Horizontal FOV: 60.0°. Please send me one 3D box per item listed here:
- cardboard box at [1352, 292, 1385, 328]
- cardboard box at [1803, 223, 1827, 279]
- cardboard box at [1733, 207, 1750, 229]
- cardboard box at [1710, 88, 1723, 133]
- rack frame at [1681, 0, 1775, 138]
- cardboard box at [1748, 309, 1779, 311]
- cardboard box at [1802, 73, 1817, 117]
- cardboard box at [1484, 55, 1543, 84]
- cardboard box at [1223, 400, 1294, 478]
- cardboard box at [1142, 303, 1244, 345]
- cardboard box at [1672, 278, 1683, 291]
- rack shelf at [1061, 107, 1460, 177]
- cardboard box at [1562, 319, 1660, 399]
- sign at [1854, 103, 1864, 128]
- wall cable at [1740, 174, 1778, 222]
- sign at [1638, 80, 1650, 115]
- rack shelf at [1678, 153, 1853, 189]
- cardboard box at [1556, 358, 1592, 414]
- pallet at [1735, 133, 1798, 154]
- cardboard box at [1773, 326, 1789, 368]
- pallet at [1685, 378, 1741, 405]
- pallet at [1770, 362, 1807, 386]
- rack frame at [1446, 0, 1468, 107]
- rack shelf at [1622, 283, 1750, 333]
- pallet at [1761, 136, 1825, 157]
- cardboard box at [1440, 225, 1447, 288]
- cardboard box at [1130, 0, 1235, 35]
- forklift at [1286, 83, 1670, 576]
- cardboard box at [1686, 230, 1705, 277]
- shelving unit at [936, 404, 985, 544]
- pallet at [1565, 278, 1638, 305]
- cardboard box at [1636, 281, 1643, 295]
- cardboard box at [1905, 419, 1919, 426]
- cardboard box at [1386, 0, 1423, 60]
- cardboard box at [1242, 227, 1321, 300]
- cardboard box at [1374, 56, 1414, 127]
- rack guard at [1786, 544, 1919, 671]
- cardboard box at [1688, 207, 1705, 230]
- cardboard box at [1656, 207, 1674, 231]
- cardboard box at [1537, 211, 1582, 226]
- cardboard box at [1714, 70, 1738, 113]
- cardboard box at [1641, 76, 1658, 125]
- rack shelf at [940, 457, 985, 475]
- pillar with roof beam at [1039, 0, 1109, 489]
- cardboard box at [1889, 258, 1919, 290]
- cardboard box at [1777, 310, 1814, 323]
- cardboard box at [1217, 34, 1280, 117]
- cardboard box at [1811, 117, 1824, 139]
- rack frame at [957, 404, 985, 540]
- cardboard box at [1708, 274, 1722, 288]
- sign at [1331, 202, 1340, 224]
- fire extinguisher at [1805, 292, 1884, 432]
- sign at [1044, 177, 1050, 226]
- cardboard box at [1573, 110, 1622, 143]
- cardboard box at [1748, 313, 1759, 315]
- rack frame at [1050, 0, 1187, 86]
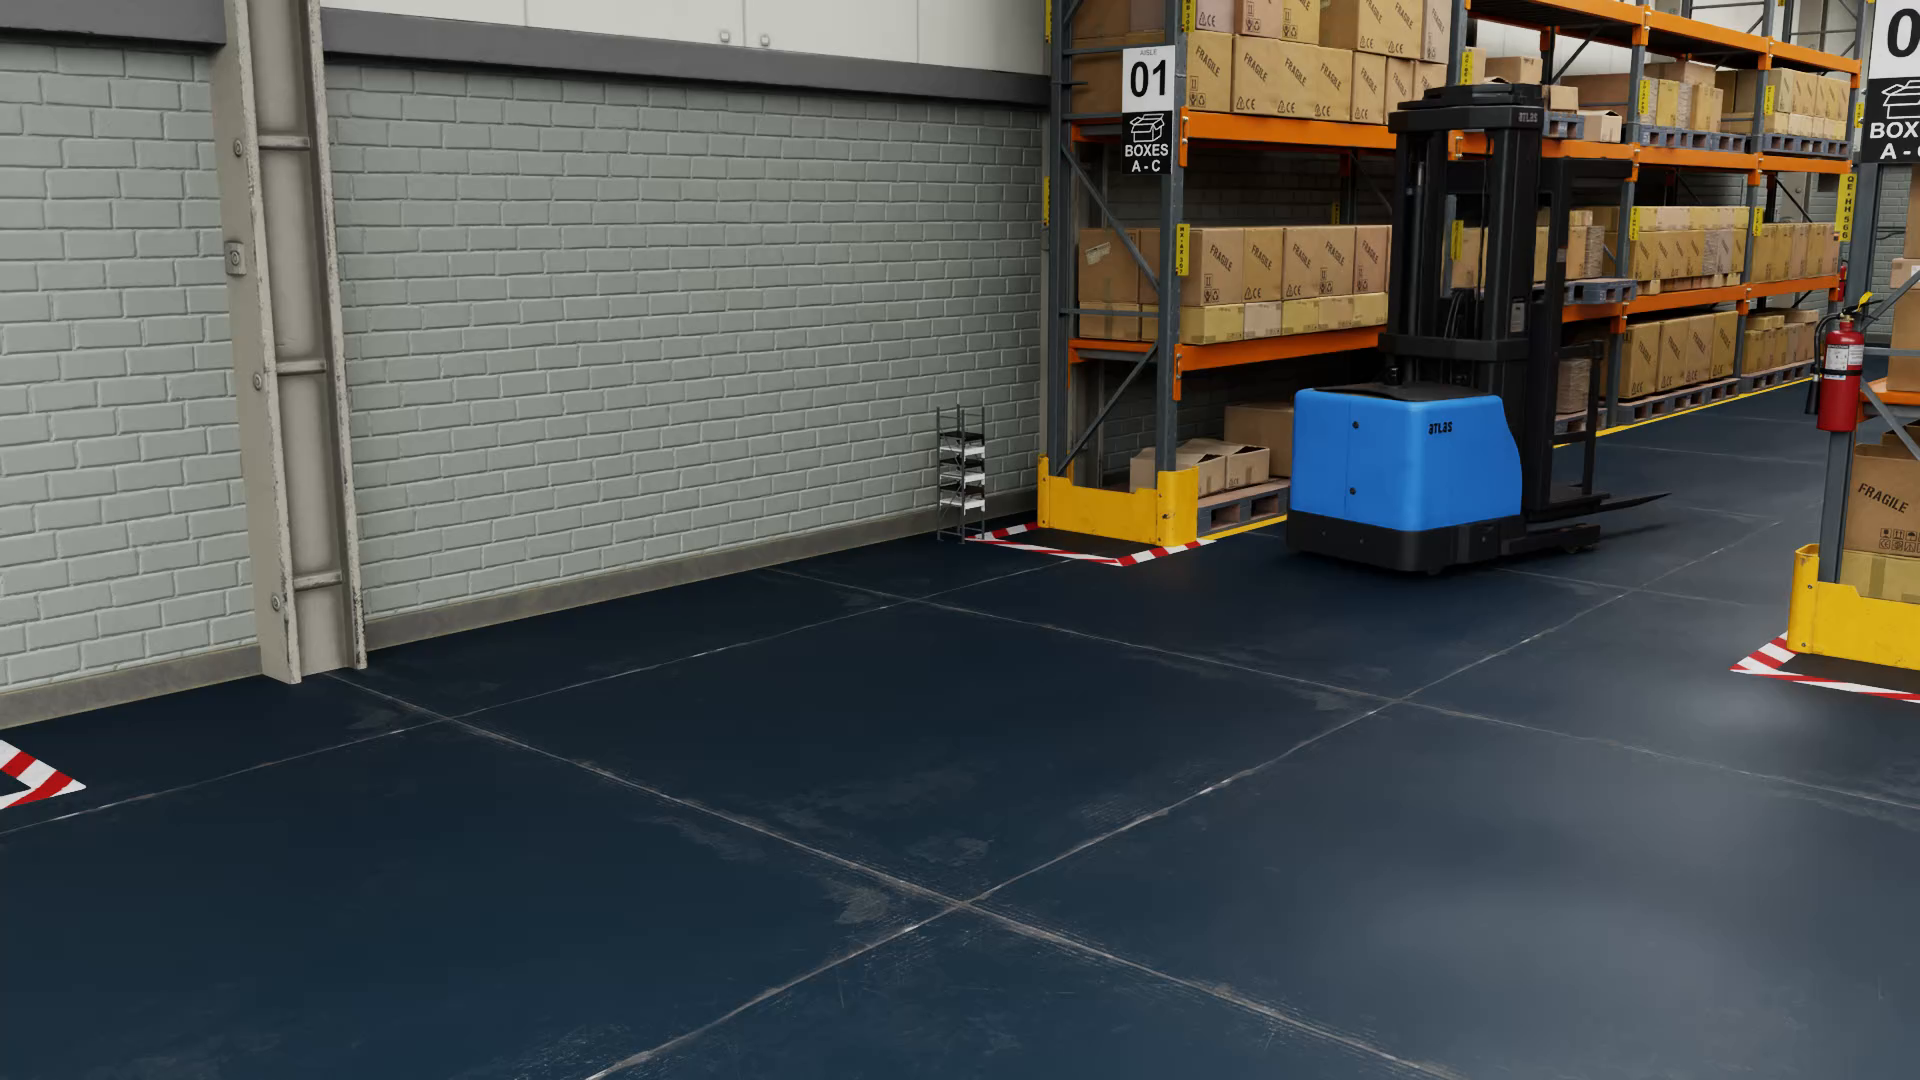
[{"bbox_3d":[2.918,-1.777,12.783,0.500,0.250,0.500,10,15,40],"label":"cardboard box"},{"bbox_3d":[10.779,-3.826,21.942,0.980,0.700,0.700,10,15,40],"label":"cardboard box"},{"bbox_3d":[8.823,-3.746,19.326,0.500,0.250,0.500,10,15,42],"label":"cardboard box"},{"bbox_3d":[8.276,-4.896,19.026,0.700,0.500,0.500,9,14,37],"label":"cardboard box"},{"bbox_3d":[8.939,-6.217,19.363,1.000,3.000,0.127,10,15,40],"label":"rack frame"},{"bbox_3d":[10.791,-3.016,22.304,0.380,0.149,0.250,10,15,40],"label":"cardboard box"},{"bbox_3d":[10.277,-5.514,20.640,0.500,0.500,0.500,10,15,41],"label":"cardboard box"},{"bbox_3d":[4.893,-4.076,14.972,0.500,0.500,0.500,9,14,38],"label":"cardboard box"},{"bbox_3d":[2.440,-0.775,12.692,0.700,0.500,0.500,9,14,37],"label":"cardboard box"},{"bbox_3d":[1.579,-1.477,11.277,0.500,0.250,0.500,9,15,39],"label":"cardboard box"},{"bbox_3d":[7.694,-2.819,18.256,0.380,0.149,0.250,10,15,41],"label":"cardboard box"},{"bbox_3d":[2.338,-2.922,12.361,1.077,0.370,4.000,10,15,40],"label":"rack shelf"},{"bbox_3d":[6.883,-1.930,17.630,0.750,0.750,0.750,10,15,40],"label":"cardboard box"},{"bbox_3d":[11.978,-5.658,22.162,0.100,0.325,0.005,10,15,40],"label":"sign"},{"bbox_3d":[11.714,-4.672,24.353,0.084,1.984,1.851,10,15,40],"label":"wall cable"},{"bbox_3d":[6.705,-4.341,16.306,0.100,0.325,0.005,10,15,40],"label":"sign"},{"bbox_3d":[10.259,-4.687,21.200,1.077,0.370,4.000,10,15,40],"label":"rack shelf"},{"bbox_3d":[5.863,-1.564,16.641,0.700,0.500,0.500,10,15,41],"label":"cardboard box"},{"bbox_3d":[9.487,-4.822,20.261,1.003,0.211,1.213,10,15,40],"label":"pallet"},{"bbox_3d":[10.184,-2.501,21.383,0.700,0.500,0.500,10,15,42],"label":"cardboard box"},{"bbox_3d":[8.486,-1.784,19.606,1.003,0.211,1.213,10,15,40],"label":"pallet"},{"bbox_3d":[10.305,-2.190,21.636,1.003,0.211,1.213,10,15,40],"label":"pallet"},{"bbox_3d":[3.658,-5.040,13.470,1.000,3.000,0.127,10,15,40],"label":"rack frame"},{"bbox_3d":[7.619,-2.628,18.547,1.077,0.370,4.000,10,15,40],"label":"rack shelf"},{"bbox_3d":[10.293,-5.000,21.155,1.003,0.211,1.213,10,15,40],"label":"pallet"},{"bbox_3d":[3.579,-2.293,13.448,0.500,0.500,0.500,10,15,40],"label":"cardboard box"},{"bbox_3d":[1.455,-3.555,10.834,0.500,0.500,0.500,8,14,36],"label":"cardboard box"},{"bbox_3d":[3.584,-1.427,10.874,3.031,2.935,1.130,-8,14,-35],"label":"forklift"},{"bbox_3d":[7.831,-3.156,18.288,0.500,0.500,0.500,10,15,42],"label":"cardboard box"},{"bbox_3d":[0.005,-0.442,11.129,0.258,0.900,0.210,10,15,40],"label":"shelving unit"},{"bbox_3d":[5.908,-2.474,16.429,1.213,0.211,1.003,10,15,40],"label":"pallet"},{"bbox_3d":[6.863,-2.628,17.299,0.380,0.149,0.250,10,15,41],"label":"cardboard box"},{"bbox_3d":[5.852,-0.435,9.763,0.500,0.500,0.500,10,15,40],"label":"cardboard box"},{"bbox_3d":[3.175,-3.927,12.696,0.500,0.500,0.500,11,16,43],"label":"cardboard box"},{"bbox_3d":[2.238,-1.992,11.941,0.500,0.500,0.500,9,14,39],"label":"cardboard box"},{"bbox_3d":[3.167,-3.449,12.855,0.500,0.500,0.500,8,14,36],"label":"cardboard box"},{"bbox_3d":[4.726,0.360,8.134,1.175,0.500,0.348,10,15,40],"label":"rack guard"},{"bbox_3d":[7.806,-3.522,18.204,0.500,0.250,0.500,9,15,39],"label":"cardboard box"},{"bbox_3d":[7.146,-3.372,17.453,0.500,0.250,0.500,9,15,40],"label":"cardboard box"},{"bbox_3d":[5.892,-3.166,16.367,0.380,0.149,0.250,7,13,31],"label":"cardboard box"},{"bbox_3d":[9.225,-5.428,20.212,0.500,0.500,0.500,10,15,40],"label":"cardboard box"},{"bbox_3d":[6.886,-4.586,17.476,0.700,0.500,0.500,9,14,37],"label":"cardboard box"},{"bbox_3d":[0.005,-0.498,11.118,0.258,0.077,0.200,10,15,40],"label":"rack shelf"},{"bbox_3d":[4.064,-4.110,8.812,9.100,9.000,0.400,10,15,40],"label":"pillar with roof beam"},{"bbox_3d":[4.851,-1.318,8.238,0.380,0.149,0.250,9,15,39],"label":"cardboard box"},{"bbox_3d":[11.077,-2.966,22.055,0.380,0.149,0.250,10,15,42],"label":"cardboard box"},{"bbox_3d":[1.808,-3.131,11.262,0.500,0.500,0.500,-11,16,-44],"label":"cardboard box"},{"bbox_3d":[10.613,-5.220,21.085,0.500,0.250,0.500,9,15,39],"label":"cardboard box"},{"bbox_3d":[0.072,-0.457,11.204,0.240,0.900,0.006,10,15,40],"label":"rack frame"},{"bbox_3d":[8.445,-2.956,18.945,0.380,0.149,0.250,10,15,40],"label":"cardboard box"},{"bbox_3d":[3.239,-2.737,14.300,0.100,0.325,0.005,10,15,40],"label":"sign"},{"bbox_3d":[4.314,-0.874,8.128,0.296,0.674,0.183,10,15,40],"label":"fire extinguisher"},{"bbox_3d":[0.614,-2.307,11.340,0.100,0.325,0.005,10,15,40],"label":"sign"},{"bbox_3d":[6.026,-3.983,16.012,0.500,0.311,0.500,10,15,40],"label":"cardboard box"},{"bbox_3d":[10.122,-2.866,21.557,0.380,0.149,0.250,9,15,39],"label":"cardboard box"},{"bbox_3d":[1.018,-4.451,10.523,1.000,3.000,0.127,10,15,40],"label":"rack frame"}]
